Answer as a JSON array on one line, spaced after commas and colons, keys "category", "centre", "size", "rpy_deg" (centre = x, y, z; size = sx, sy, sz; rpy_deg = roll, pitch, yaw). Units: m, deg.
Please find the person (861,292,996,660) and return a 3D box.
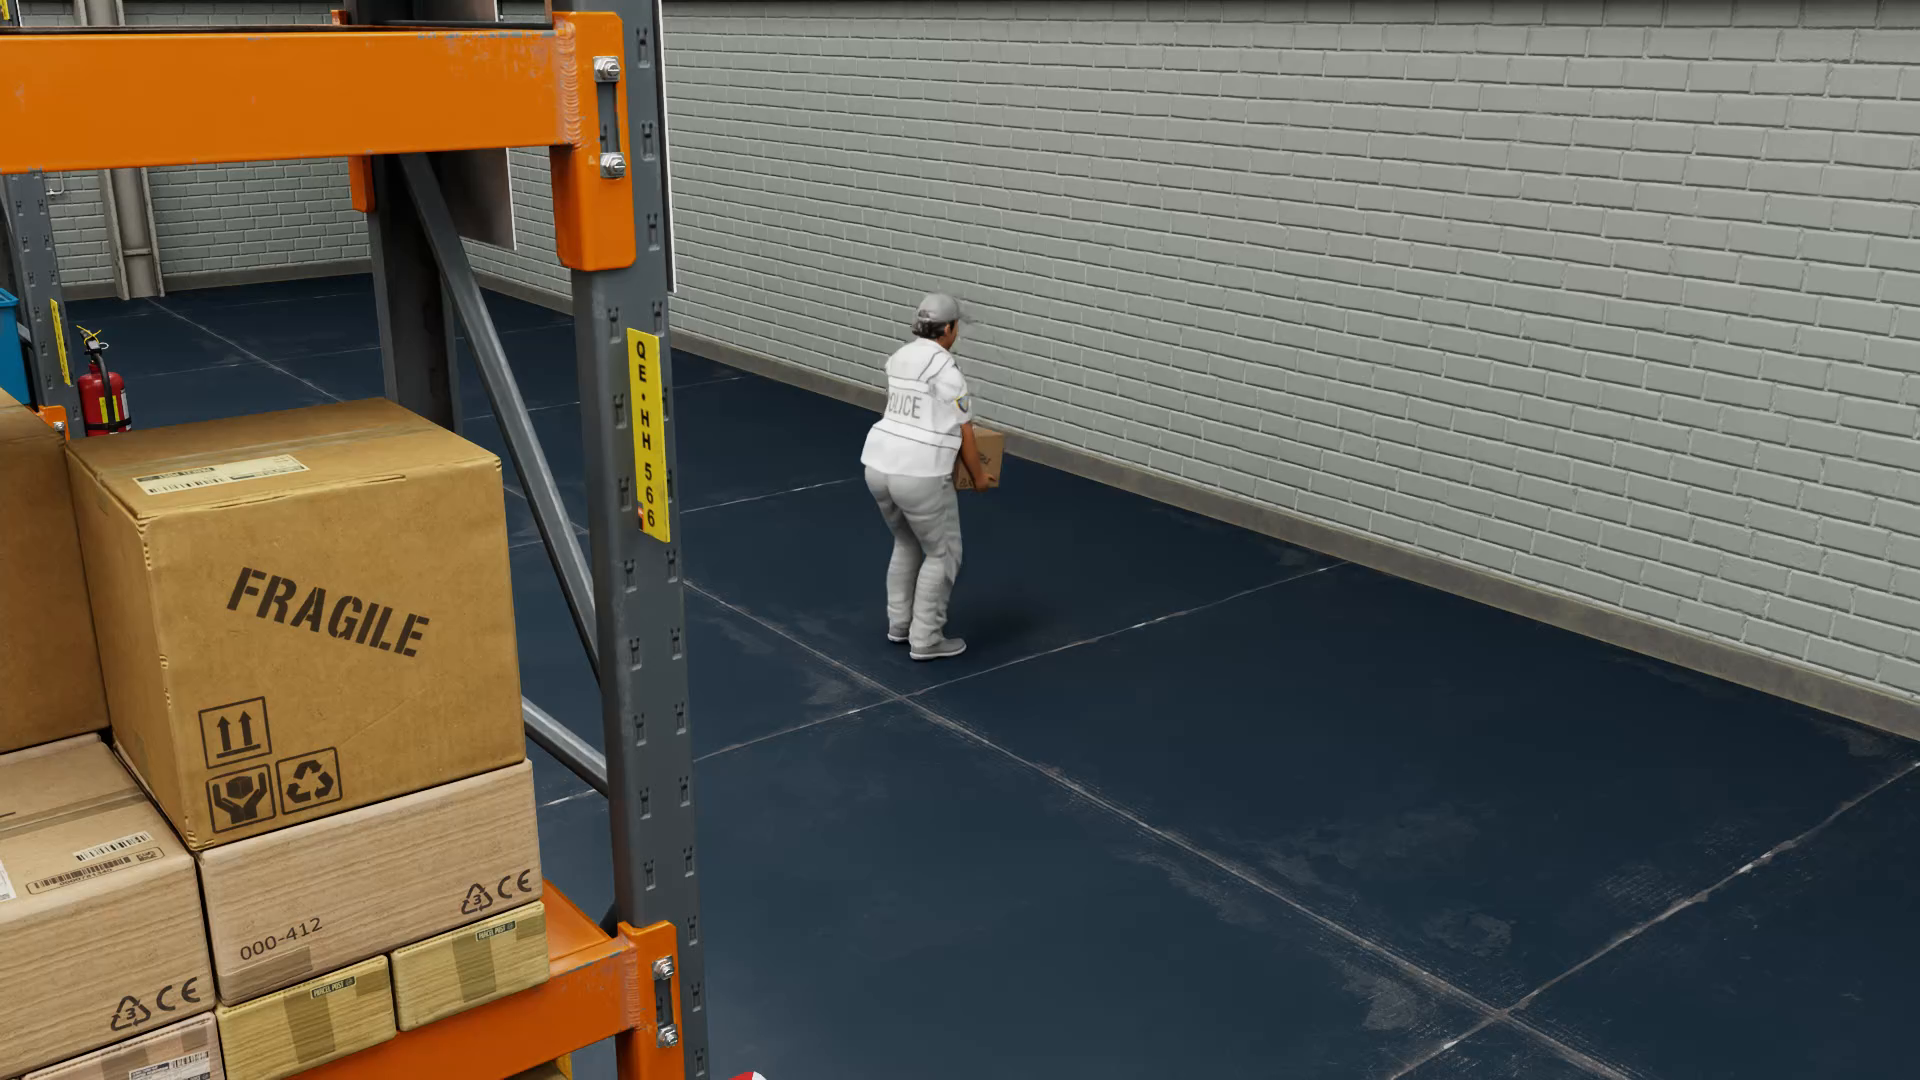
[{"category": "person", "centre": [-0.147, -0.293, 7.517], "size": [0.580, 1.639, 0.448], "rpy_deg": [-14, 23, -37]}]
